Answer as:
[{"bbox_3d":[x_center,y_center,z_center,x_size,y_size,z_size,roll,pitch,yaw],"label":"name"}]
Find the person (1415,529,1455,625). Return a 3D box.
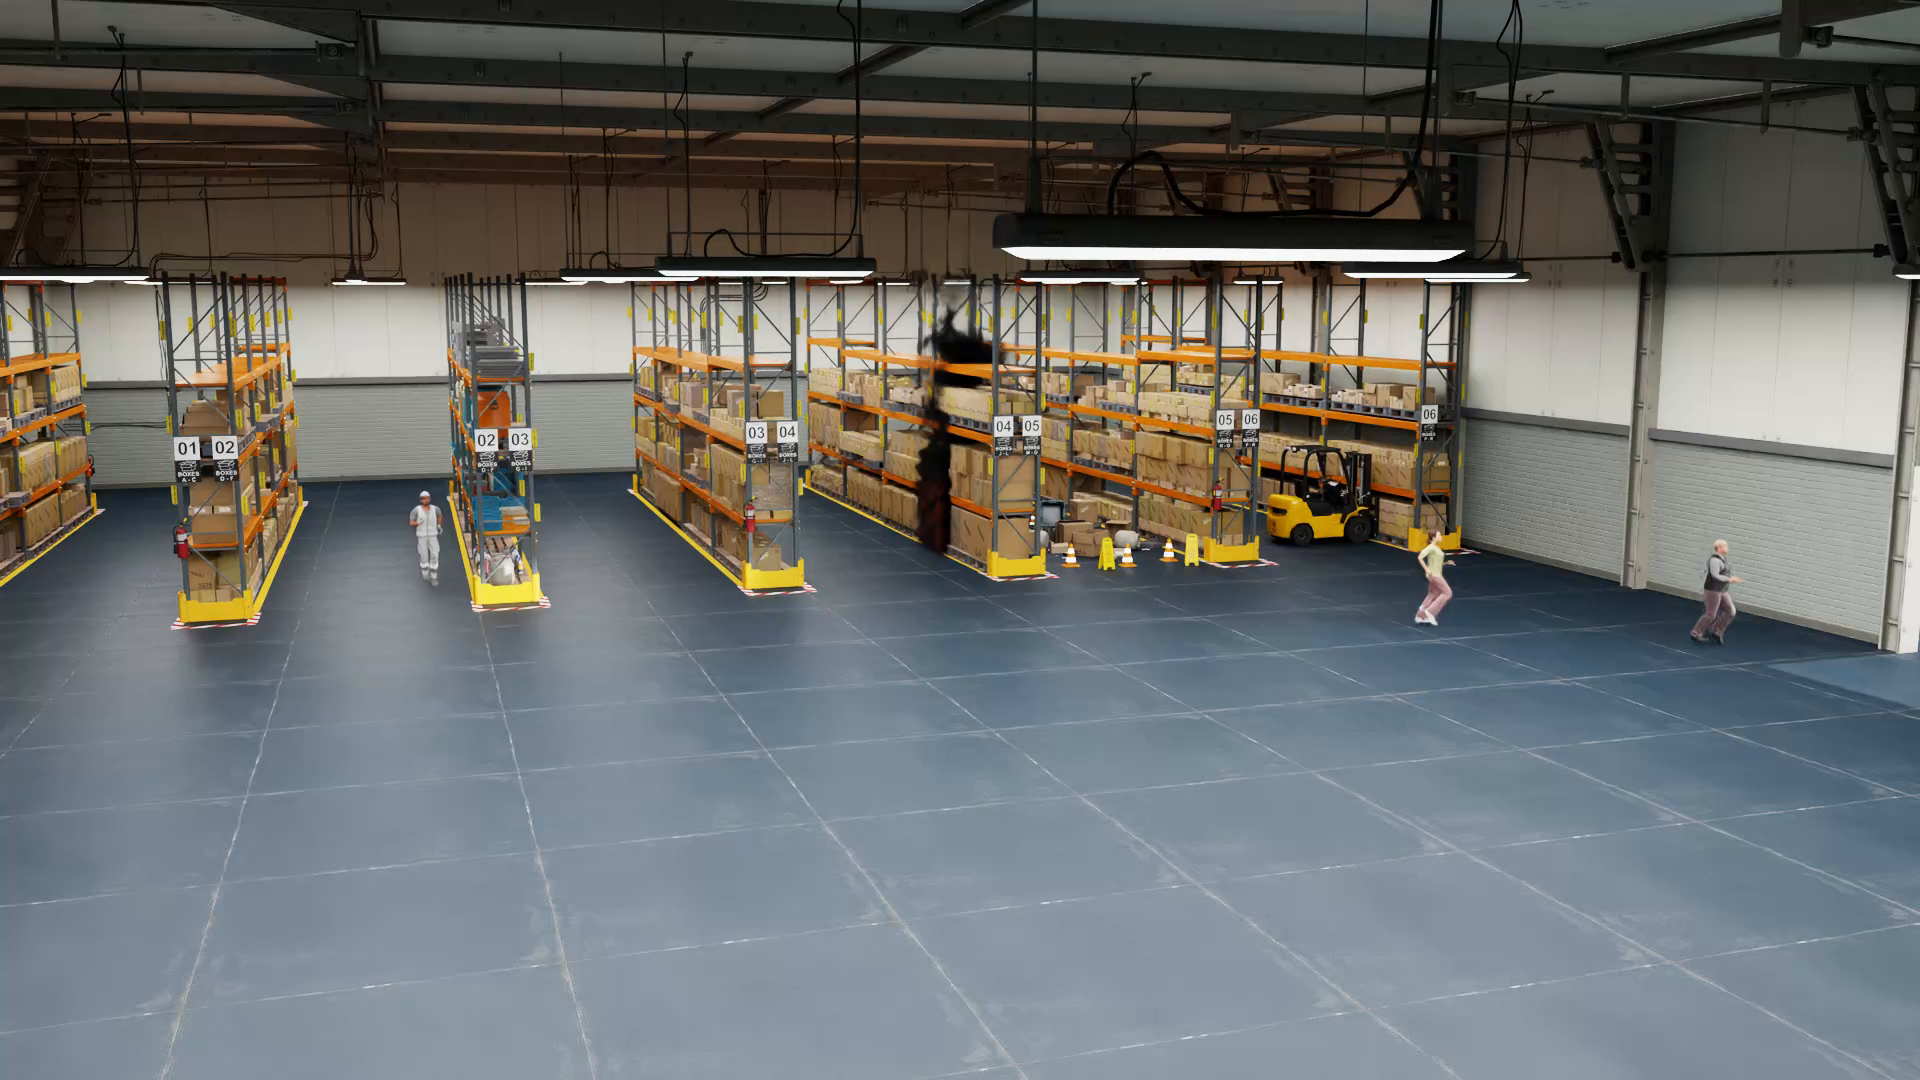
[{"bbox_3d":[8.111,0.629,28.358,0.634,1.640,0.550,3,9,21],"label":"person"}]

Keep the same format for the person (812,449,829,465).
[{"bbox_3d":[-4.150,-2.582,49.702,0.614,1.646,0.622,-2,9,-14],"label":"person"}]

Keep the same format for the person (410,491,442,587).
[{"bbox_3d":[-10.344,-0.035,32.288,0.632,1.832,0.765,-4,9,-22],"label":"person"}]

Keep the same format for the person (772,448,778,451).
[{"bbox_3d":[-5.511,-2.471,48.759,0.694,1.719,0.558,8,12,42],"label":"person"}]

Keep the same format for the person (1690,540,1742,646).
[{"bbox_3d":[12.196,0.872,26.765,0.726,1.774,0.669,7,11,37],"label":"person"}]
